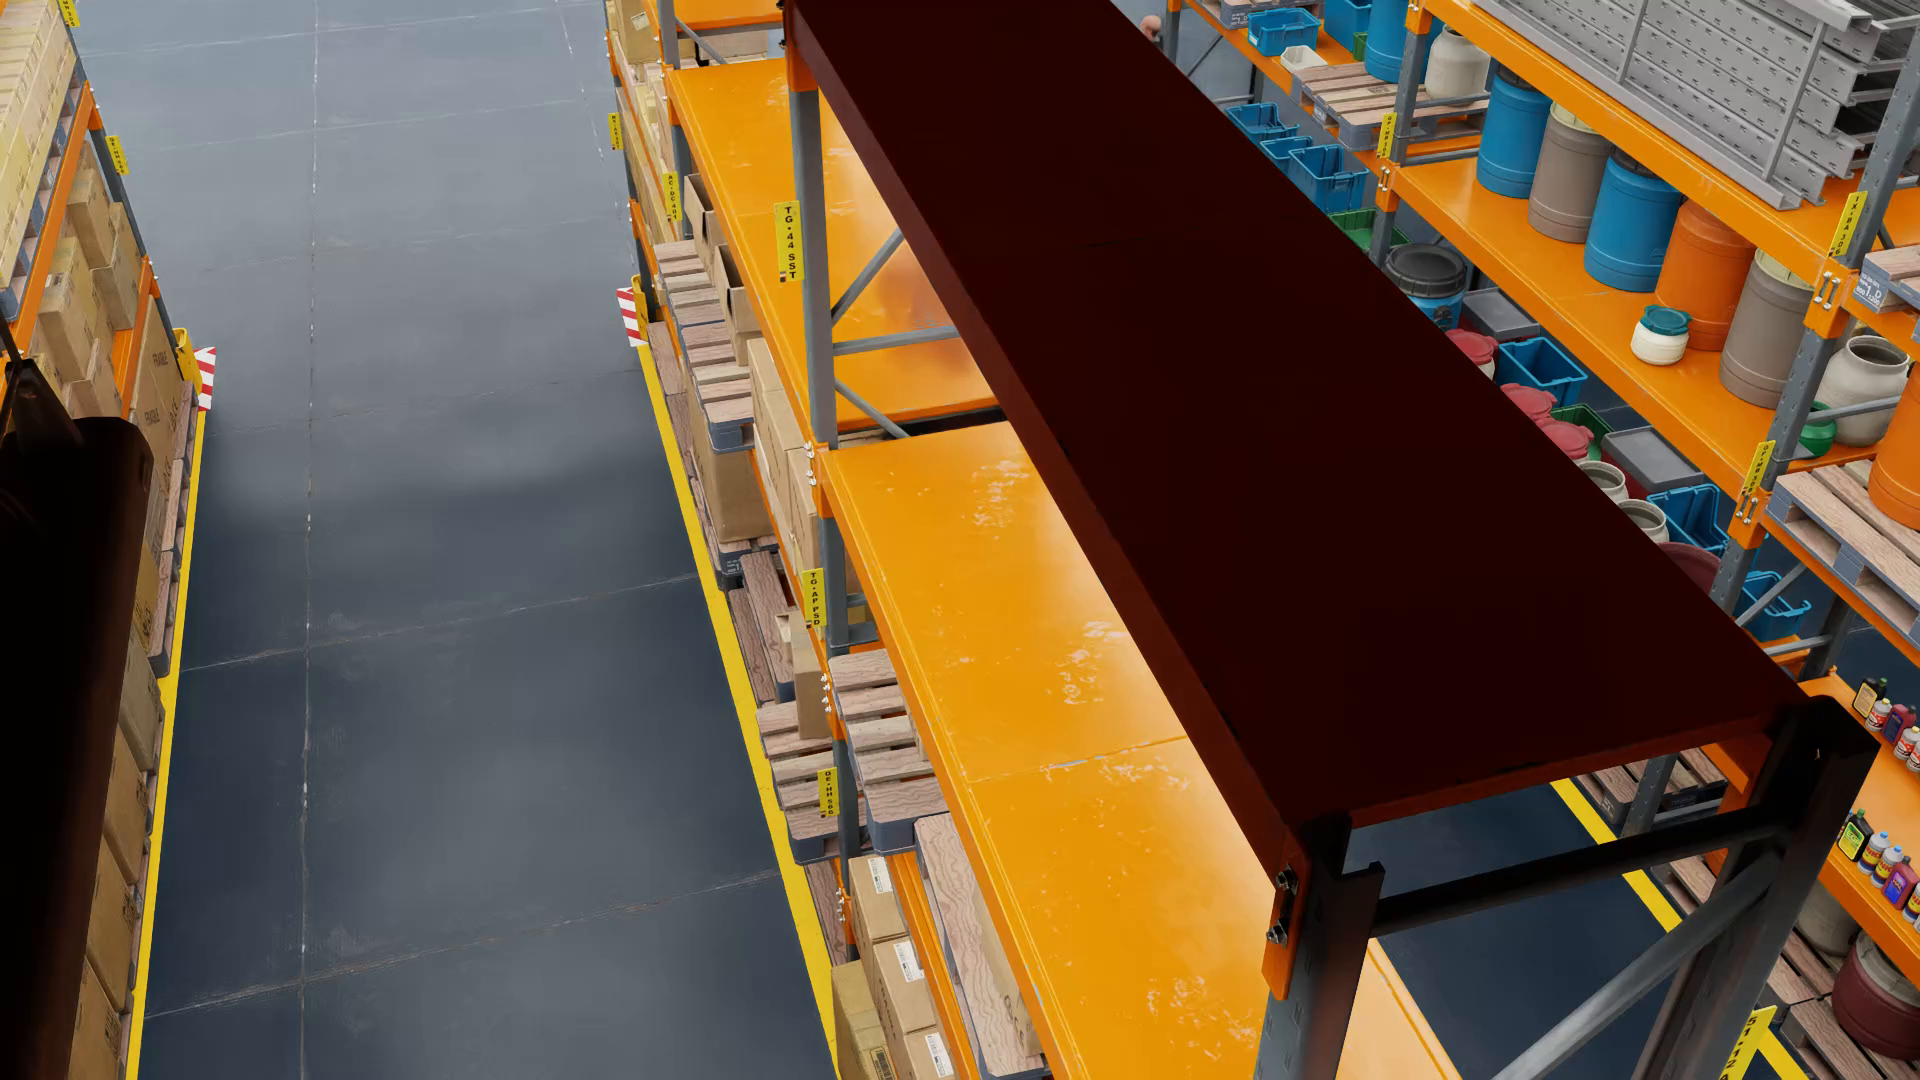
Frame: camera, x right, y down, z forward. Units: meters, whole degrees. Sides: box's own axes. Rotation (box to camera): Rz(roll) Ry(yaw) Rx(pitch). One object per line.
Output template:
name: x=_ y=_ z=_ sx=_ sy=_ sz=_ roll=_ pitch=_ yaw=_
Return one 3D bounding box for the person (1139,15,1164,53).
person: x=1.966 y=-4.546 z=17.178 sx=0.846 sy=1.759 sz=0.673 roll=14 pitch=40 yaw=17
